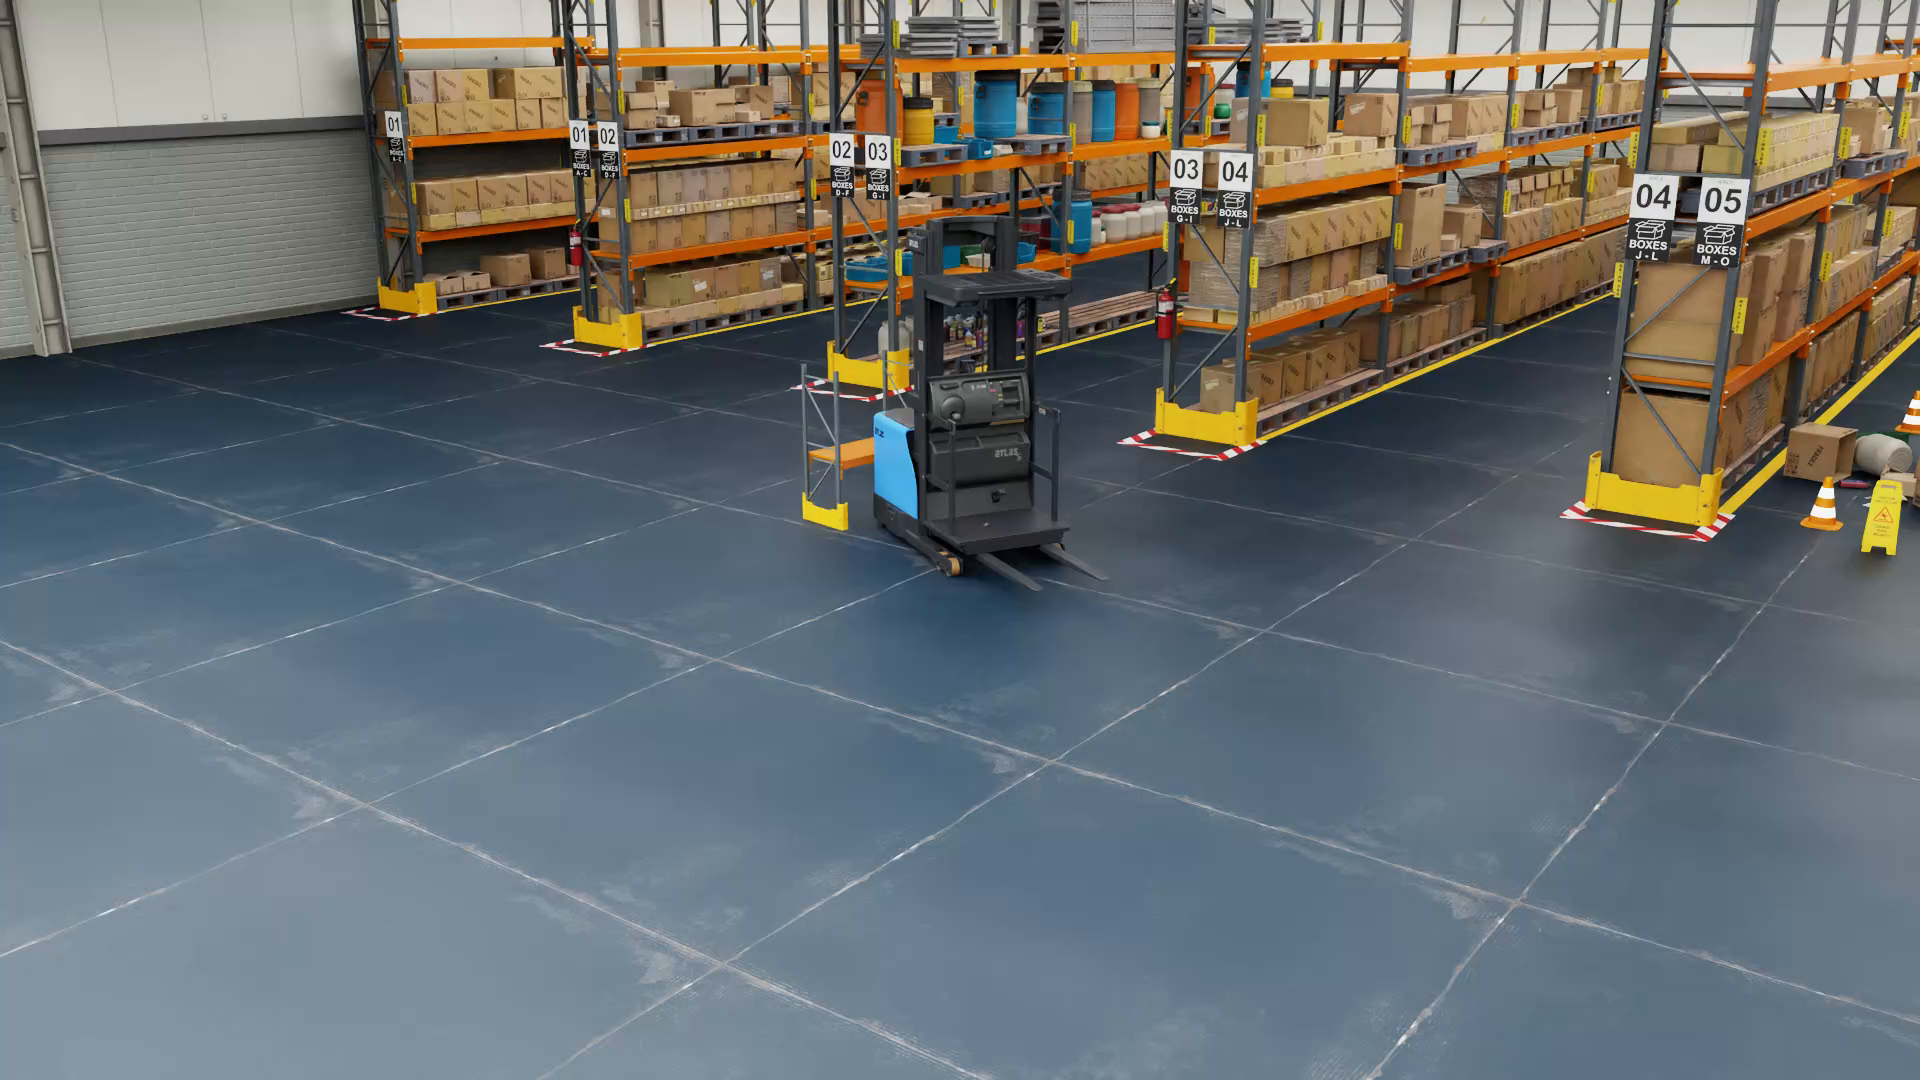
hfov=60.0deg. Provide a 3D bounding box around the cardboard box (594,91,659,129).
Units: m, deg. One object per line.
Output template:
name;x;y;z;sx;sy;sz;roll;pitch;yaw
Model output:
cardboard box;-4.845;-6.237;24.101;0.797;0.503;0.637;14;22;38

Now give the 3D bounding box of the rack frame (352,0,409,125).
rack frame;-9.172;-8.091;26.132;1.000;3.000;0.127;12;21;35

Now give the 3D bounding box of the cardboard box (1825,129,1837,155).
cardboard box;8.982;-4.241;17.667;0.500;0.250;0.500;12;21;34

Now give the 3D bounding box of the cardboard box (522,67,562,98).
cardboard box;-7.189;-7.846;28.511;0.500;0.500;0.500;14;22;38

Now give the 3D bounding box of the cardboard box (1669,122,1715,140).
cardboard box;7.069;-3.964;16.101;0.380;0.149;0.250;13;21;36

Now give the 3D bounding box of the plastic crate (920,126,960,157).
plastic crate;-0.321;-5.408;22.576;0.392;0.384;0.575;12;21;35

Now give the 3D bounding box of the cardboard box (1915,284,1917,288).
cardboard box;14.667;-3.917;25.901;0.380;0.149;0.250;12;21;33

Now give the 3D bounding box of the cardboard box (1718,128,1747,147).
cardboard box;7.140;-3.665;15.138;0.380;0.149;0.250;13;21;35

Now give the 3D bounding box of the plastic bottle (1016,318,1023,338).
plastic bottle;0.838;-3.045;23.836;0.061;0.283;0.133;14;22;38

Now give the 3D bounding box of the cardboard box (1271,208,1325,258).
cardboard box;3.909;-3.588;19.389;0.500;0.500;0.500;12;21;35

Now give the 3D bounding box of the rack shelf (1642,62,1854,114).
rack shelf;7.877;-4.507;16.476;1.077;0.370;4.000;12;21;35

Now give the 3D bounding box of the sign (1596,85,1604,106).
sign;10.354;-7.195;26.900;0.100;0.325;0.005;12;21;35

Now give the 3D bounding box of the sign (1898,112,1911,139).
sign;11.893;-5.223;20.947;0.100;0.325;0.005;12;21;35

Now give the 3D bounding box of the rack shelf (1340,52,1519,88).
rack shelf;6.337;-6.360;22.444;1.077;0.370;4.000;12;21;35

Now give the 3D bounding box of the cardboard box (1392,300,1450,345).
cardboard box;6.493;-3.088;23.611;0.700;0.500;0.500;15;23;39

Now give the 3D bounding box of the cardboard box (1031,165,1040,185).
cardboard box;1.138;-7.210;32.533;0.500;0.500;0.700;-16;23;-42

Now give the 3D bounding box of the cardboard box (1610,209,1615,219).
cardboard box;11.128;-5.659;28.839;0.380;0.149;0.250;13;21;35

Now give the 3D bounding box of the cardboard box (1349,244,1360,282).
cardboard box;4.502;-3.534;20.902;0.875;0.500;0.500;12;21;35

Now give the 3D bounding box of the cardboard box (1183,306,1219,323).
cardboard box;2.766;-2.585;18.939;0.380;0.149;0.250;12;21;35

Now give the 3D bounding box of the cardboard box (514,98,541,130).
cardboard box;-7.502;-7.248;28.272;0.500;0.500;0.500;11;21;33

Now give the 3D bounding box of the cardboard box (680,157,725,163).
cardboard box;-4.988;-7.138;32.267;0.700;0.500;0.500;10;20;30

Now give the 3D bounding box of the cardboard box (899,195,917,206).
cardboard box;-1.113;-6.036;29.779;0.500;0.311;0.500;12;21;34

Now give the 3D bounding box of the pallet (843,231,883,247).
pallet;-2.421;-6.556;36.004;1.003;0.211;1.213;12;21;35

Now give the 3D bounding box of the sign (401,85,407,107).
sign;-8.736;-6.980;26.139;0.100;0.325;0.005;12;21;35

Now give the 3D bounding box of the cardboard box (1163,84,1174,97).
cardboard box;4.241;-9.595;35.442;0.500;0.250;0.500;12;21;35

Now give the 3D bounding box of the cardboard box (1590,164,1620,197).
cardboard box;11.009;-6.197;28.633;0.500;0.500;0.500;12;21;33

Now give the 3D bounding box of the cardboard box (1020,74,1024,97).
cardboard box;0.807;-8.513;31.504;0.600;0.600;0.600;11;21;33

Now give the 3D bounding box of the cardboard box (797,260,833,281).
cardboard box;-2.362;-4.514;27.711;0.500;0.311;0.500;13;21;35

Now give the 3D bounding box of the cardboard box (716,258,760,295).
cardboard box;-3.511;-4.164;26.265;0.500;0.500;0.500;12;21;35

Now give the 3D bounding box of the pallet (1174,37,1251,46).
pallet;4.006;-8.131;27.254;1.213;0.211;1.003;12;21;35

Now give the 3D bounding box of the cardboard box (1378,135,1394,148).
cardboard box;5.184;-4.976;20.738;0.380;0.149;0.250;13;22;36

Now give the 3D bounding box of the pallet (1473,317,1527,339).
pallet;8.059;-3.349;25.677;1.003;0.211;1.213;12;21;35

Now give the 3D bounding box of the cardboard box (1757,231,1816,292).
cardboard box;8.587;-3.007;17.800;0.875;0.550;0.550;12;21;35

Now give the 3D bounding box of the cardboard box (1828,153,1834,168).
cardboard box;9.109;-4.070;17.788;0.380;0.149;0.250;12;21;34

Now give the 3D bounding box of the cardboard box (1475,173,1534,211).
cardboard box;8.368;-5.359;25.588;0.797;0.503;0.637;13;21;36

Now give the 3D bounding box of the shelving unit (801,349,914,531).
shelving unit;-0.923;-0.977;15.866;1.083;1.500;0.587;-16;24;-42

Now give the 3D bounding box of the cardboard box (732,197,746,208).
cardboard box;-3.556;-5.257;25.859;0.380;0.149;0.250;13;22;36

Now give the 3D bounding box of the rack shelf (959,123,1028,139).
rack shelf;0.767;-7.823;31.537;1.077;0.370;4.000;12;21;35

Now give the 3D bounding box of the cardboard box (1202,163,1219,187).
cardboard box;2.846;-4.121;18.658;0.500;0.250;0.500;13;21;36

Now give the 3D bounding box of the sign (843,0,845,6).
sign;-2.453;-11.575;35.508;0.100;0.325;0.005;12;21;35

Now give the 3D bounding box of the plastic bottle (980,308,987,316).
plastic bottle;0.354;-3.254;24.397;0.144;0.351;0.185;13;22;36

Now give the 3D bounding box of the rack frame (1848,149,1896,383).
rack frame;11.452;-3.605;21.802;1.000;3.000;0.127;12;21;35

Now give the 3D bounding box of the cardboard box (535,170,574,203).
cardboard box;-7.115;-6.188;29.073;0.500;0.500;0.500;12;21;34

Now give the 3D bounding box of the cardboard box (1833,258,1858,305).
cardboard box;10.501;-3.138;20.128;0.500;0.500;0.500;13;21;36

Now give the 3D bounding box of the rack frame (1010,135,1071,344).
rack frame;1.168;-4.428;24.452;1.000;3.000;0.127;12;21;35

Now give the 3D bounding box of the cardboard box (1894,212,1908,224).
cardboard box;13.282;-4.605;23.732;0.380;0.149;0.250;12;21;35

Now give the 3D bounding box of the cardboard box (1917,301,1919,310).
cardboard box;15.051;-3.743;26.345;0.380;0.149;0.250;12;21;33

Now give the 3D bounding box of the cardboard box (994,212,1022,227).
cardboard box;0.879;-6.274;32.604;0.500;0.250;0.500;12;21;35

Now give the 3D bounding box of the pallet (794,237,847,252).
pallet;-3.147;-6.264;35.065;1.003;0.211;1.213;12;21;35

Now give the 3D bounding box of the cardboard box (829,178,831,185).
cardboard box;-2.788;-7.549;34.890;0.380;0.149;0.250;12;21;33

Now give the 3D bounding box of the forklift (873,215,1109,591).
forklift;0.265;-1.232;14.276;1.130;2.935;3.031;-8;19;-24

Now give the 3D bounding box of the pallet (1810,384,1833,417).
pallet;10.195;-1.810;20.722;1.003;0.211;1.213;12;21;35

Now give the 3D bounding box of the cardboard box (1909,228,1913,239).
cardboard box;13.758;-4.509;24.428;0.380;0.149;0.250;12;21;33

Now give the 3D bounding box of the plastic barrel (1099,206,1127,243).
plastic barrel;2.351;-4.857;25.604;0.433;0.535;0.433;0;17;0

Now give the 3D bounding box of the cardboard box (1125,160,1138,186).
cardboard box;3.386;-7.694;34.798;0.500;0.500;0.500;12;21;34
